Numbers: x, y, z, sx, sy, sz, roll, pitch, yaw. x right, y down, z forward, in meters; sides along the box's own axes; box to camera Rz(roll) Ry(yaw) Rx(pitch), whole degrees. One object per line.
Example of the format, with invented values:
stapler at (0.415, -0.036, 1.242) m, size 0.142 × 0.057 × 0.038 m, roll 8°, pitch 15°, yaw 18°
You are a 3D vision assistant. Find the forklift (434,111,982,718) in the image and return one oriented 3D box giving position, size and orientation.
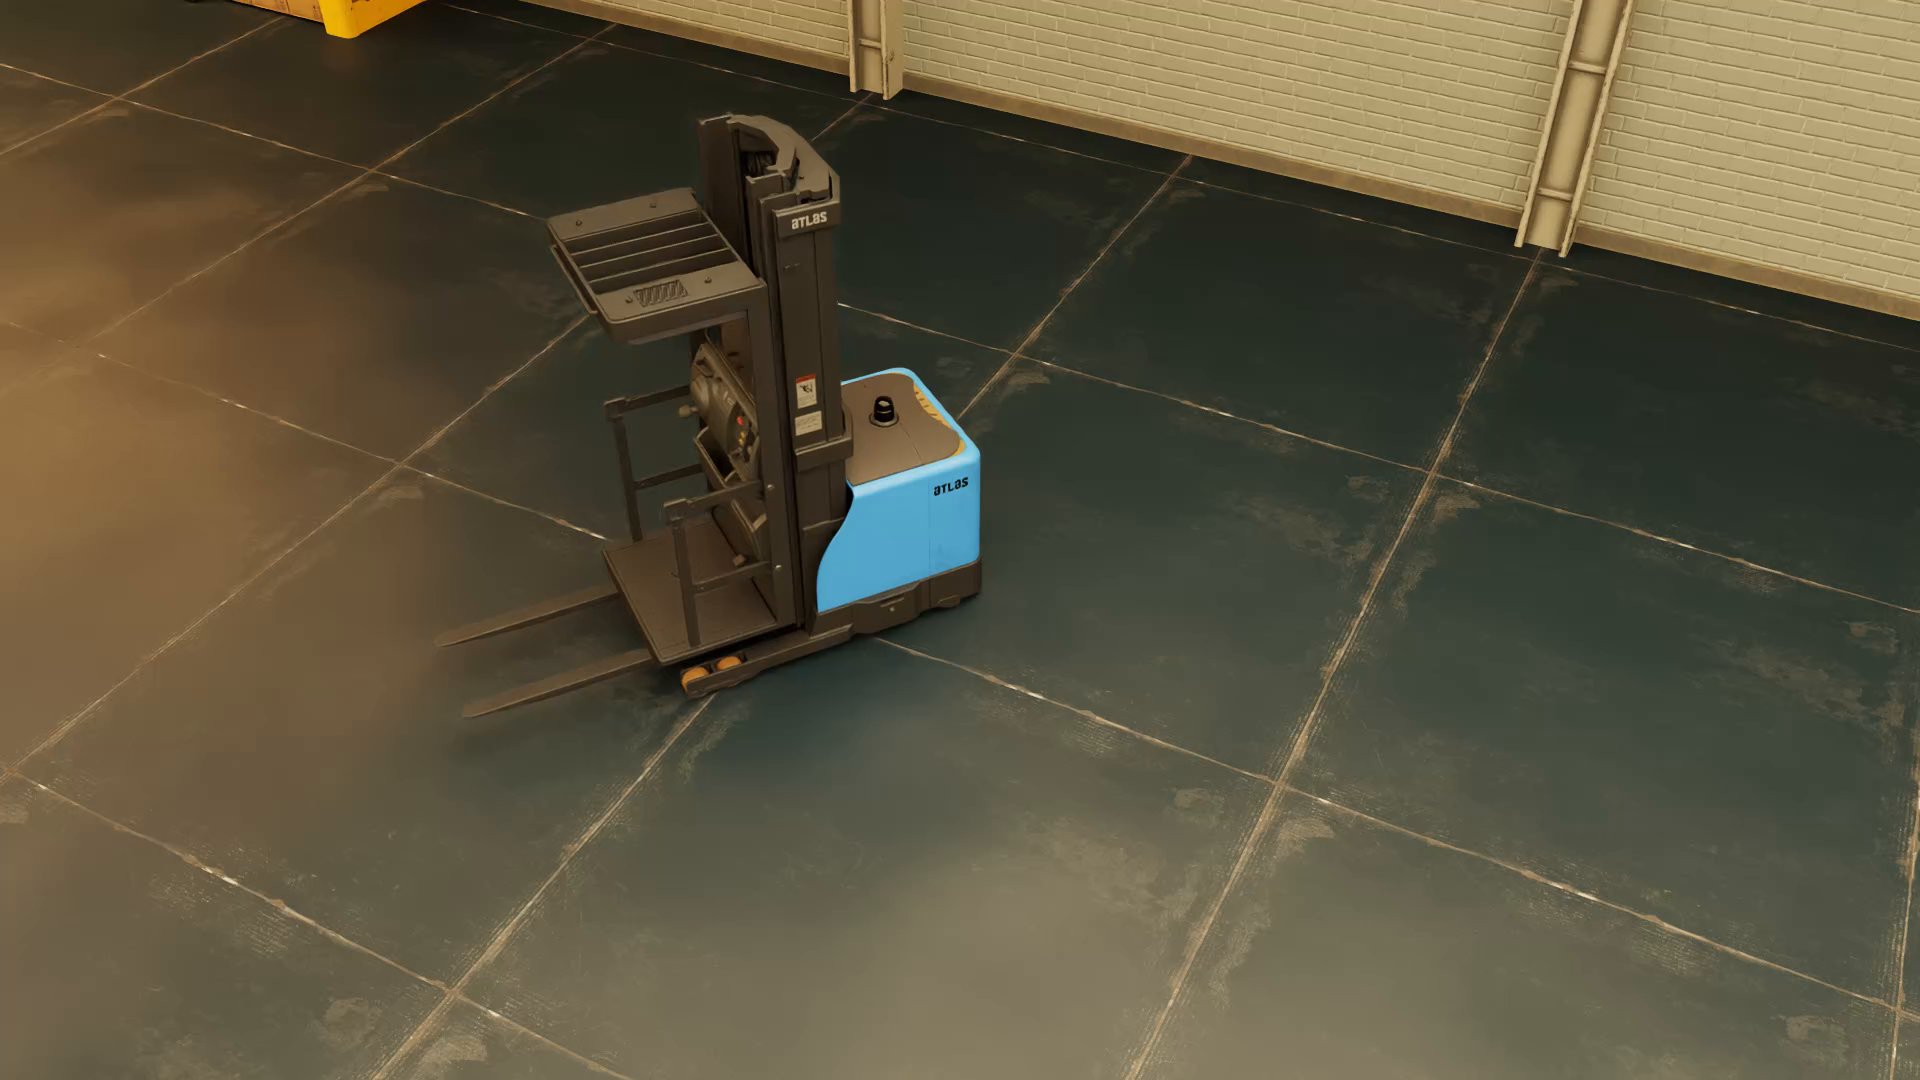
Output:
forklift at (-1.425, -0.639, 8.745) m, size 3.031 × 2.935 × 1.130 m, roll -18°, pitch 43°, yaw -20°
